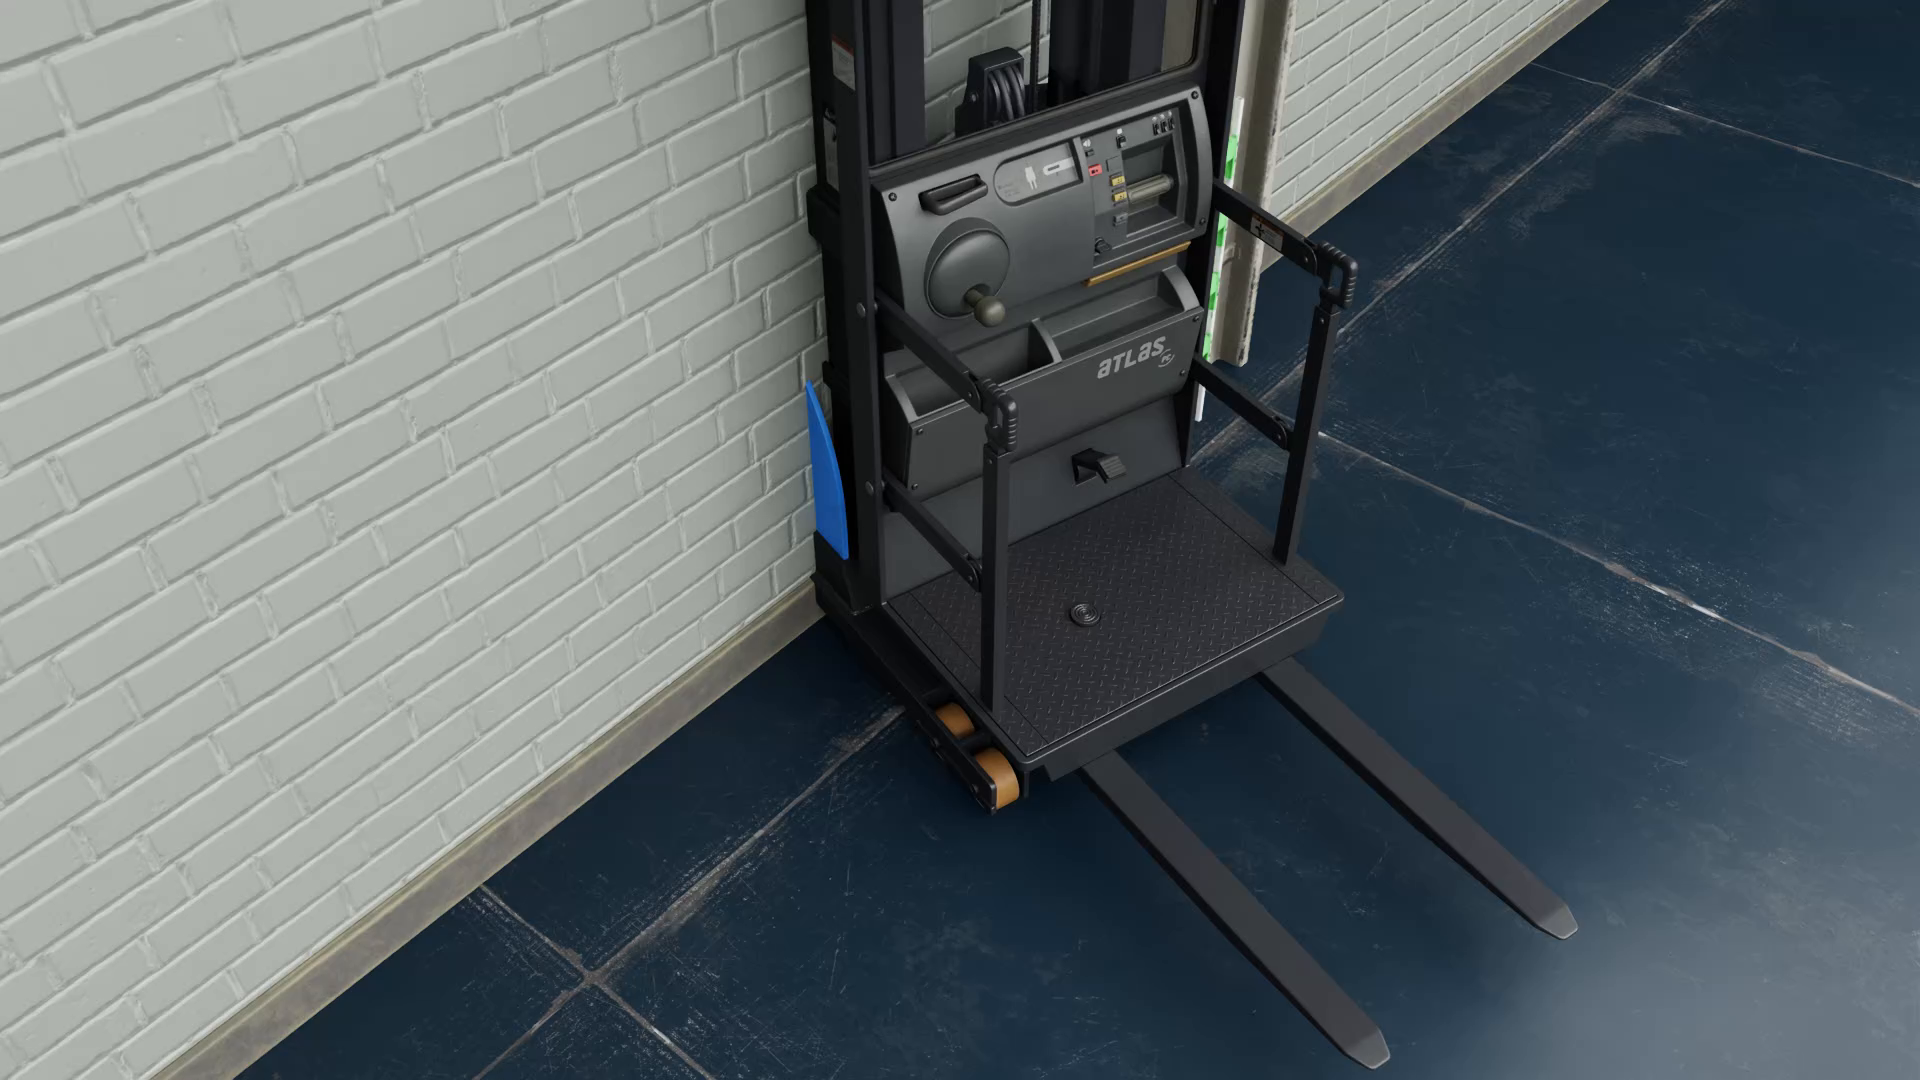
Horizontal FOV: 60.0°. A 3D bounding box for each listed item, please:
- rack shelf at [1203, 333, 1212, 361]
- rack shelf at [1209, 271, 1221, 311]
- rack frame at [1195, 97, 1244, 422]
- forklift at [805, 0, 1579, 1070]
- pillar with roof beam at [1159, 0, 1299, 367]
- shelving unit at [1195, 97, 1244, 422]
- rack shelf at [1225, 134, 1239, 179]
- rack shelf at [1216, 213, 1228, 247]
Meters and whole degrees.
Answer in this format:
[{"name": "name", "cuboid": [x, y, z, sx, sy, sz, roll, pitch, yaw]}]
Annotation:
[{"name": "rack shelf", "cuboid": [0.584, -0.545, 5.407, 0.258, 0.148, 0.480, 27, 48, 26]}, {"name": "rack shelf", "cuboid": [0.585, -0.722, 5.245, 0.258, 0.148, 0.480, 27, 48, 26]}, {"name": "rack frame", "cuboid": [0.731, -0.900, 5.347, 0.240, 1.200, 0.015, 27, 48, 26]}, {"name": "forklift", "cuboid": [0.347, -0.731, 3.875, 1.130, 2.935, 3.031, -24, 47, -24]}, {"name": "pillar with roof beam", "cuboid": [4.083, -2.074, 0.842, 9.100, 9.000, 0.400, 29, 50, 28]}, {"name": "shelving unit", "cuboid": [0.586, -0.769, 5.202, 0.258, 1.200, 0.503, 27, 48, 26]}, {"name": "rack shelf", "cuboid": [0.589, -1.077, 4.921, 0.258, 0.148, 0.480, 27, 48, 26]}, {"name": "rack shelf", "cuboid": [0.587, -0.899, 5.083, 0.258, 0.148, 0.480, 27, 48, 26]}]
